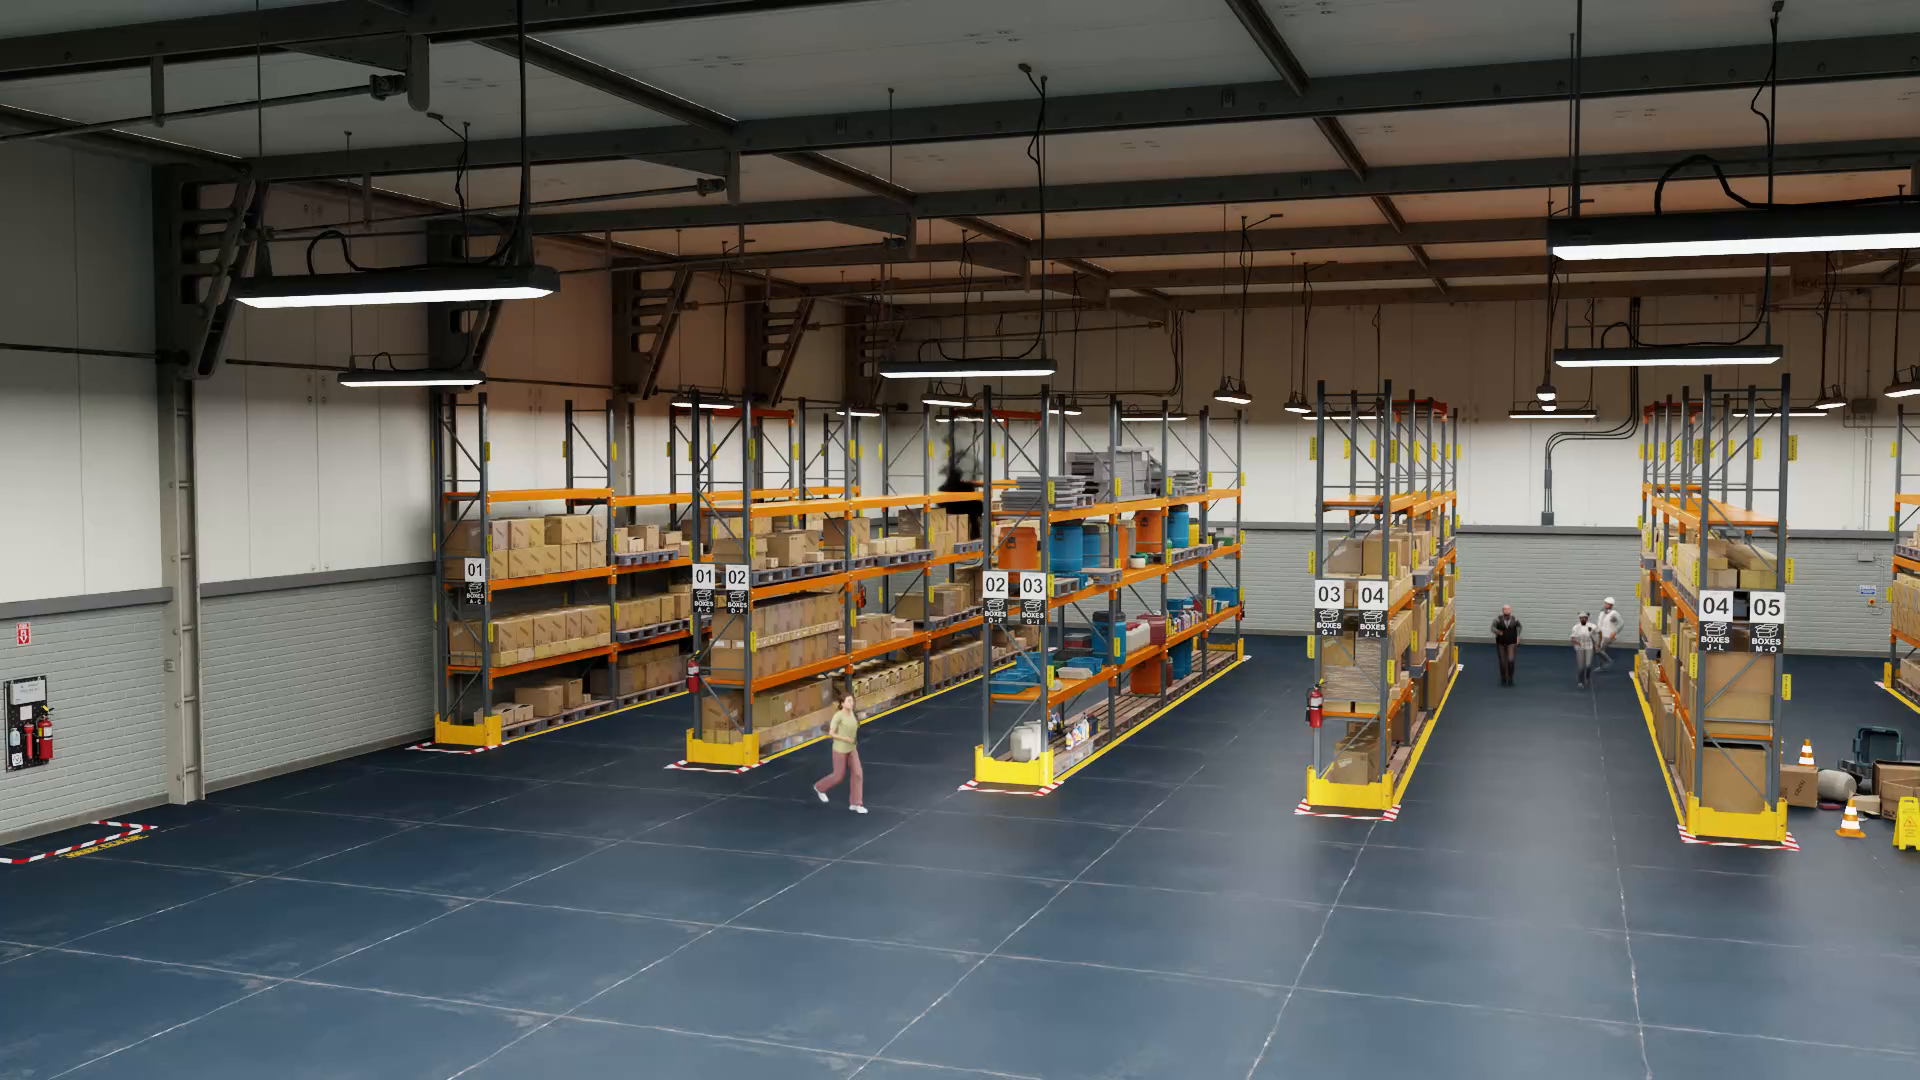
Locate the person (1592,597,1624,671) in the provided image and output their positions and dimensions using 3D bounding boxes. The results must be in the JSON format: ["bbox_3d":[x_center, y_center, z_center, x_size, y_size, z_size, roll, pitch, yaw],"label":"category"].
[{"bbox_3d":[14.596,2.144,37.634,0.530,1.714,0.713,-1,3,-18],"label":"person"}]

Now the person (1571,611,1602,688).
[{"bbox_3d":[13.149,2.306,34.943,0.596,1.657,0.751,2,3,26],"label":"person"}]

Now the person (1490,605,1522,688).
[{"bbox_3d":[11.660,2.265,35.539,0.638,1.775,0.763,1,3,20],"label":"person"}]

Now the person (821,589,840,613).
[{"bbox_3d":[-2.948,1.918,36.516,0.566,1.697,0.888,1,3,10],"label":"person"}]

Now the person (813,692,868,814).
[{"bbox_3d":[-1.641,2.938,23.146,0.903,1.654,0.562,2,4,39],"label":"person"}]
